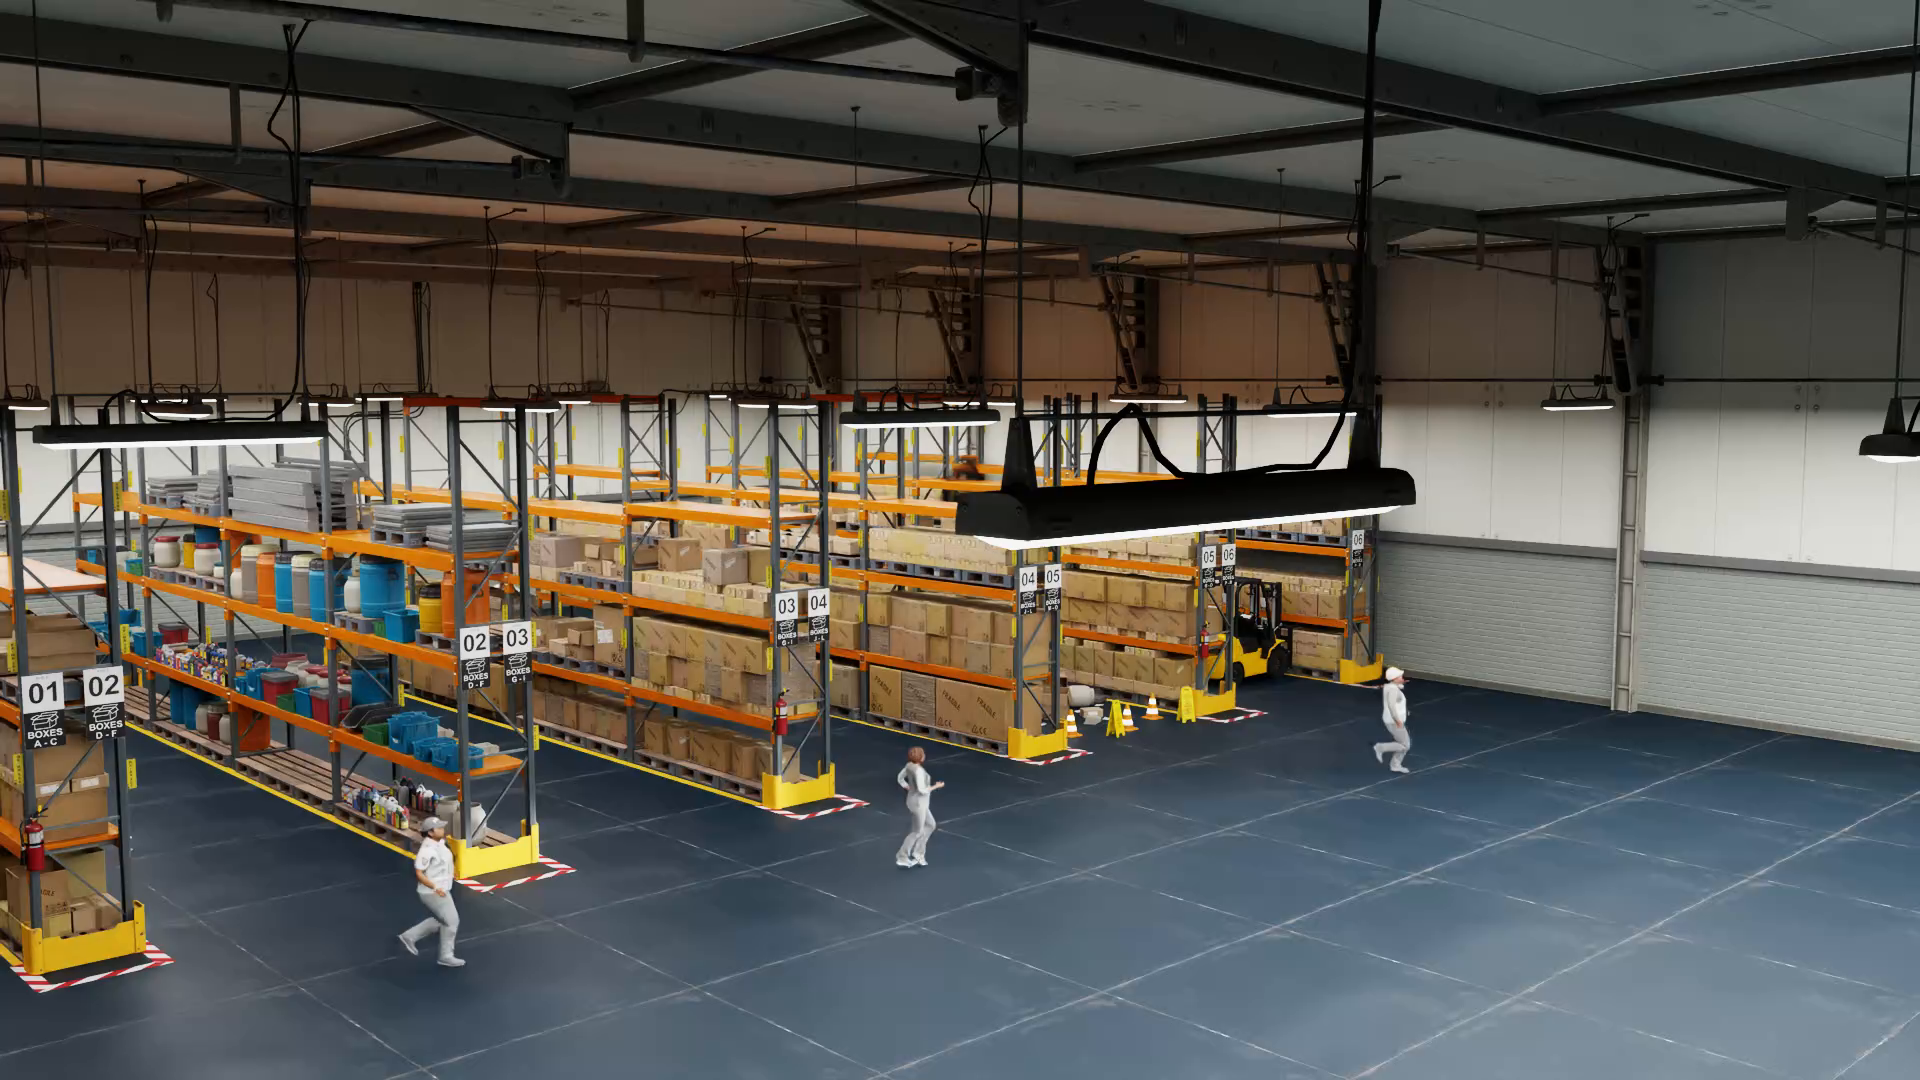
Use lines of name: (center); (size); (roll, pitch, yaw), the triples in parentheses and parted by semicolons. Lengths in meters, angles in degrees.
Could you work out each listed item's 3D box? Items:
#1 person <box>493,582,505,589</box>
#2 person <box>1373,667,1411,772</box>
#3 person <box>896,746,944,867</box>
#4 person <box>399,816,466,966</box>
person: (-10.924, 1.658, 39.386); (0.765, 1.720, 0.921); (2, 6, 22)
person: (6.960, 2.895, 26.781); (0.627, 1.708, 0.662); (1, 6, 5)
person: (-0.522, 3.471, 21.514); (0.635, 1.596, 0.514); (-1, 6, -13)
person: (-5.717, 3.794, 17.948); (0.693, 1.659, 0.602); (-1, 6, -11)
